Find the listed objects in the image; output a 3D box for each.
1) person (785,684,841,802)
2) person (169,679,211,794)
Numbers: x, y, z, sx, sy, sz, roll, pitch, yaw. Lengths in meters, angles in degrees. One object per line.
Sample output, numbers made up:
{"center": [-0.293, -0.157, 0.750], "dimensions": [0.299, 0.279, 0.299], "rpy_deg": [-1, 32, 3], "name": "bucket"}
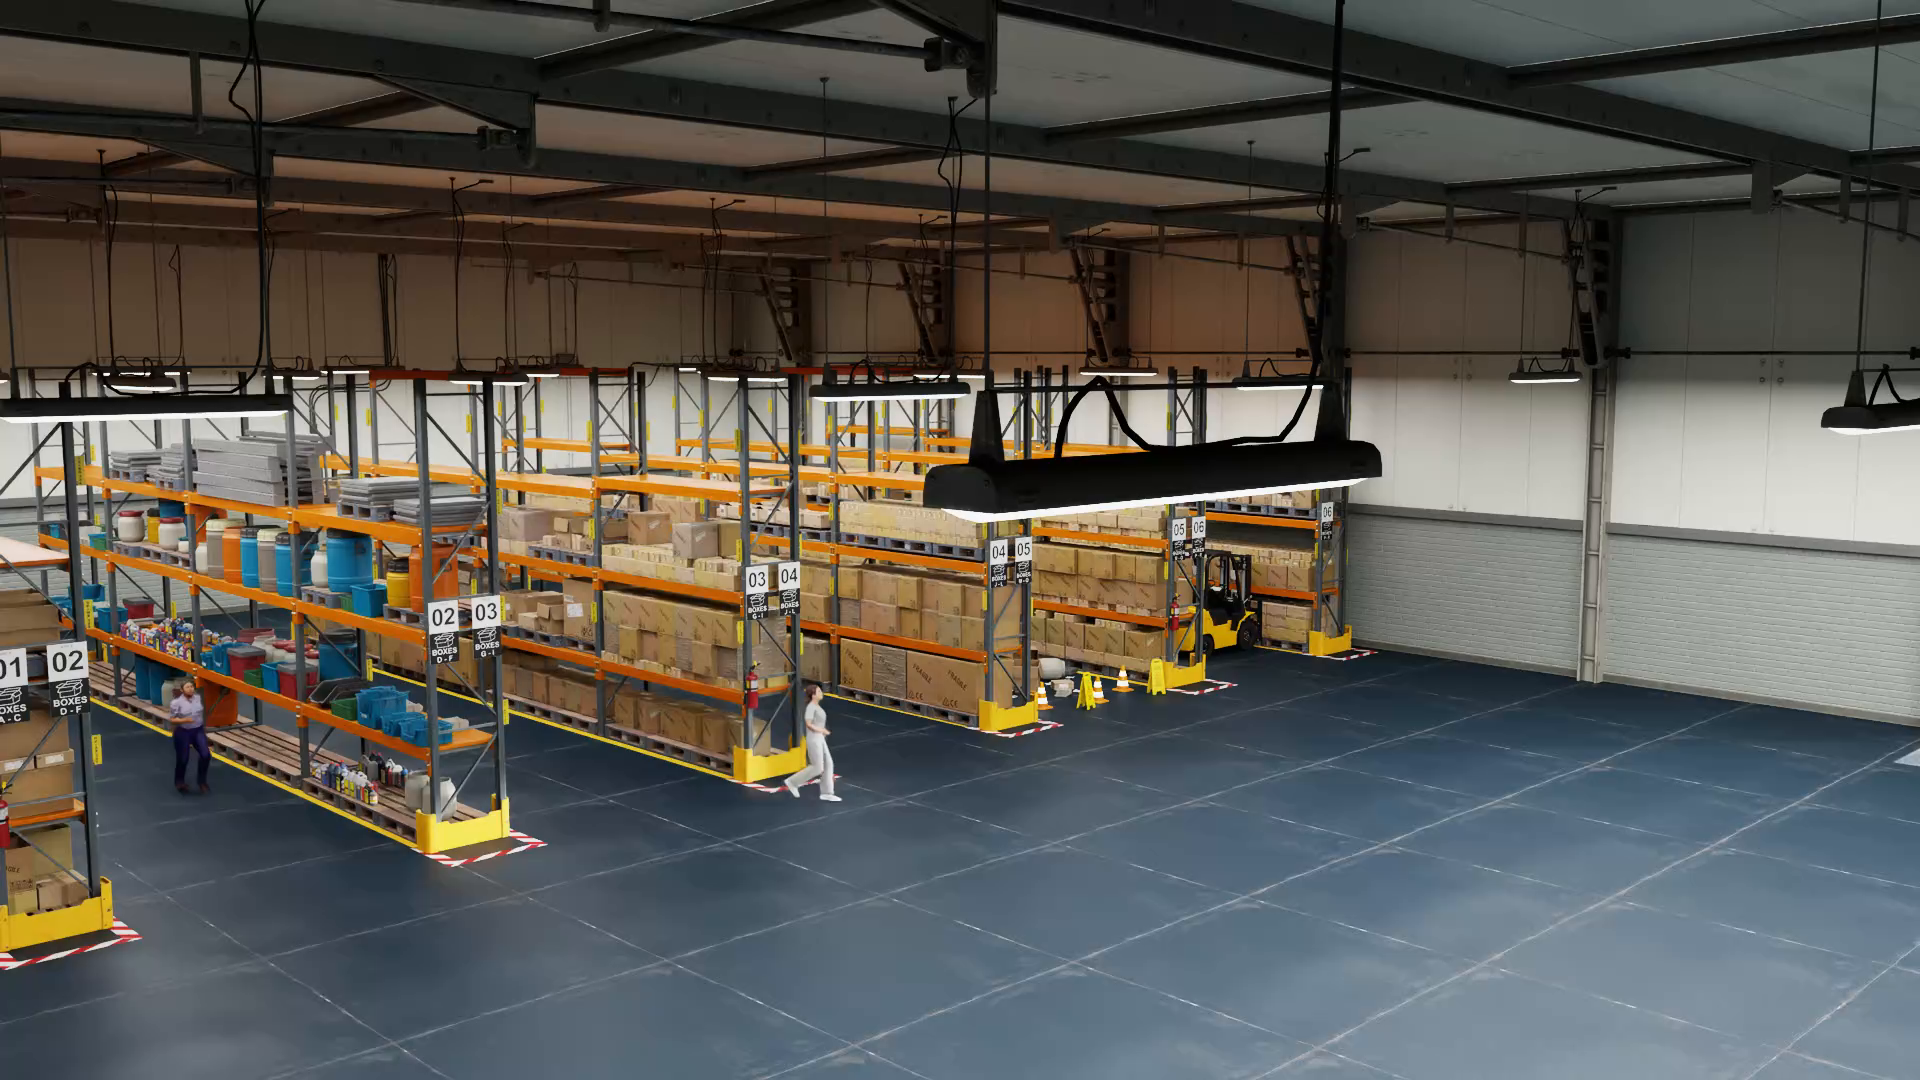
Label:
{"center": [-2.065, 2.867, 23.531], "dimensions": [0.782, 1.667, 0.590], "rpy_deg": [0, 6, 3], "name": "person"}
{"center": [-11.070, 2.840, 23.911], "dimensions": [0.759, 1.675, 0.554], "rpy_deg": [6, 9, 43], "name": "person"}
